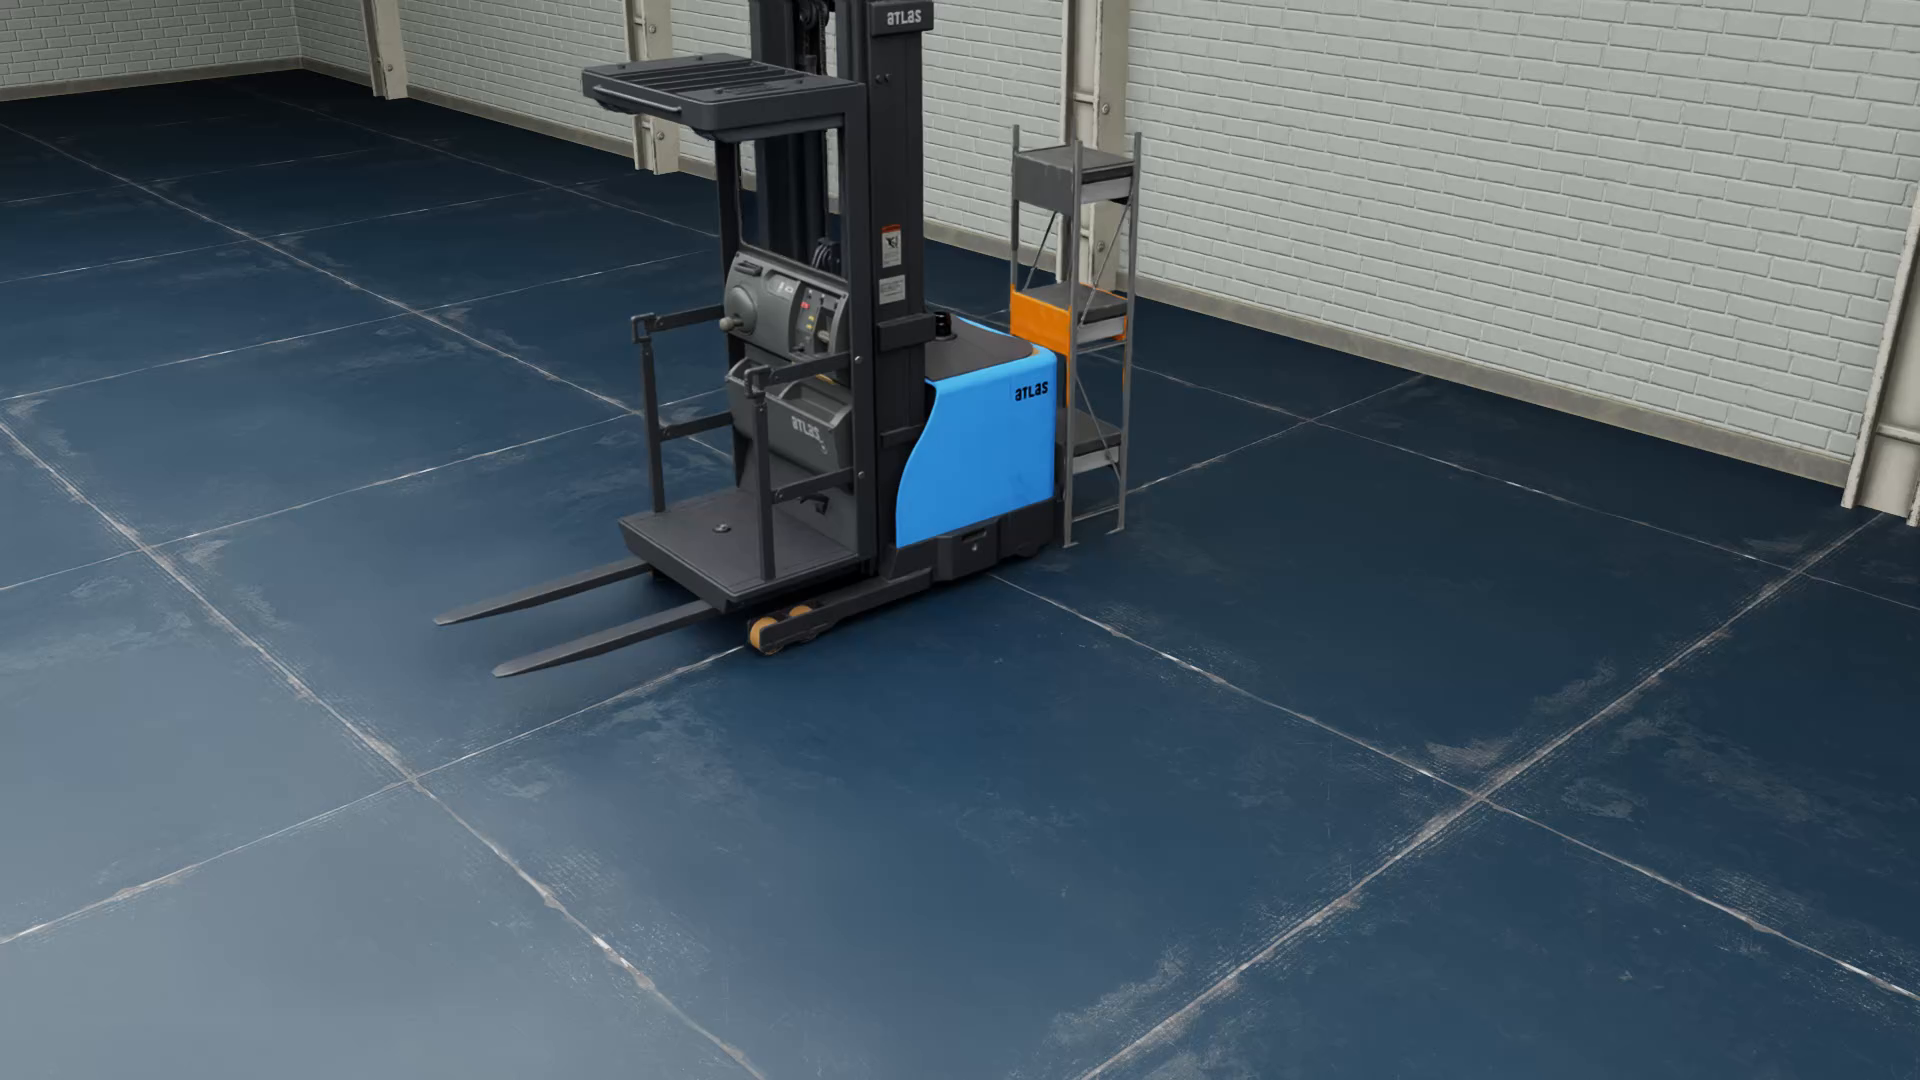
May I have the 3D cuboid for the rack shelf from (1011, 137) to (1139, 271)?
[{"bbox_3d":[0.566,-1.670,8.227,0.431,0.518,0.480,-17,29,-32],"label":"rack shelf"}]

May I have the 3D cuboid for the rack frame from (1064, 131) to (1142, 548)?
[{"bbox_3d":[0.708,-0.963,8.331,0.400,2.100,0.015,-17,29,-32],"label":"rack frame"}]

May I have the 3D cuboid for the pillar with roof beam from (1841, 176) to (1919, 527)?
[{"bbox_3d":[1.957,-3.046,4.584,9.100,9.000,0.400,-21,32,-38],"label":"pillar with roof beam"}]

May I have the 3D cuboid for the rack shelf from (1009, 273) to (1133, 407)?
[{"bbox_3d":[0.566,-1.033,8.517,0.431,0.518,0.480,-17,29,-32],"label":"rack shelf"}]

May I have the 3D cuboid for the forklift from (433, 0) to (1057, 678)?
[{"bbox_3d":[-0.968,-1.058,7.538,3.031,2.935,1.130,-18,30,-35],"label":"forklift"}]

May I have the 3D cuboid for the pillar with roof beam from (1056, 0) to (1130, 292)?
[{"bbox_3d":[-2.143,-4.863,8.569,9.100,9.000,0.400,-21,32,-38],"label":"pillar with roof beam"}]

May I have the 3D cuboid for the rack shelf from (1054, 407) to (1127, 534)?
[{"bbox_3d":[0.566,-0.396,8.808,0.431,0.518,0.480,-17,29,-32],"label":"rack shelf"}]

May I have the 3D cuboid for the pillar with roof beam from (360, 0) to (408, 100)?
[{"bbox_3d":[-10.345,-8.499,16.538,9.100,9.000,0.400,-21,32,-38],"label":"pillar with roof beam"}]

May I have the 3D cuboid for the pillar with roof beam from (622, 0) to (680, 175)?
[{"bbox_3d":[-6.244,-6.681,12.553,9.100,9.000,0.400,-21,32,-38],"label":"pillar with roof beam"}]

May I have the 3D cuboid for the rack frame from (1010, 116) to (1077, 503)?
[{"bbox_3d":[0.424,-1.128,8.692,0.400,2.100,0.015,-17,29,-32],"label":"rack frame"}]

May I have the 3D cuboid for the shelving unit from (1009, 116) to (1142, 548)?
[{"bbox_3d":[0.566,-1.045,8.512,0.431,2.100,0.503,-17,29,-32],"label":"shelving unit"}]
